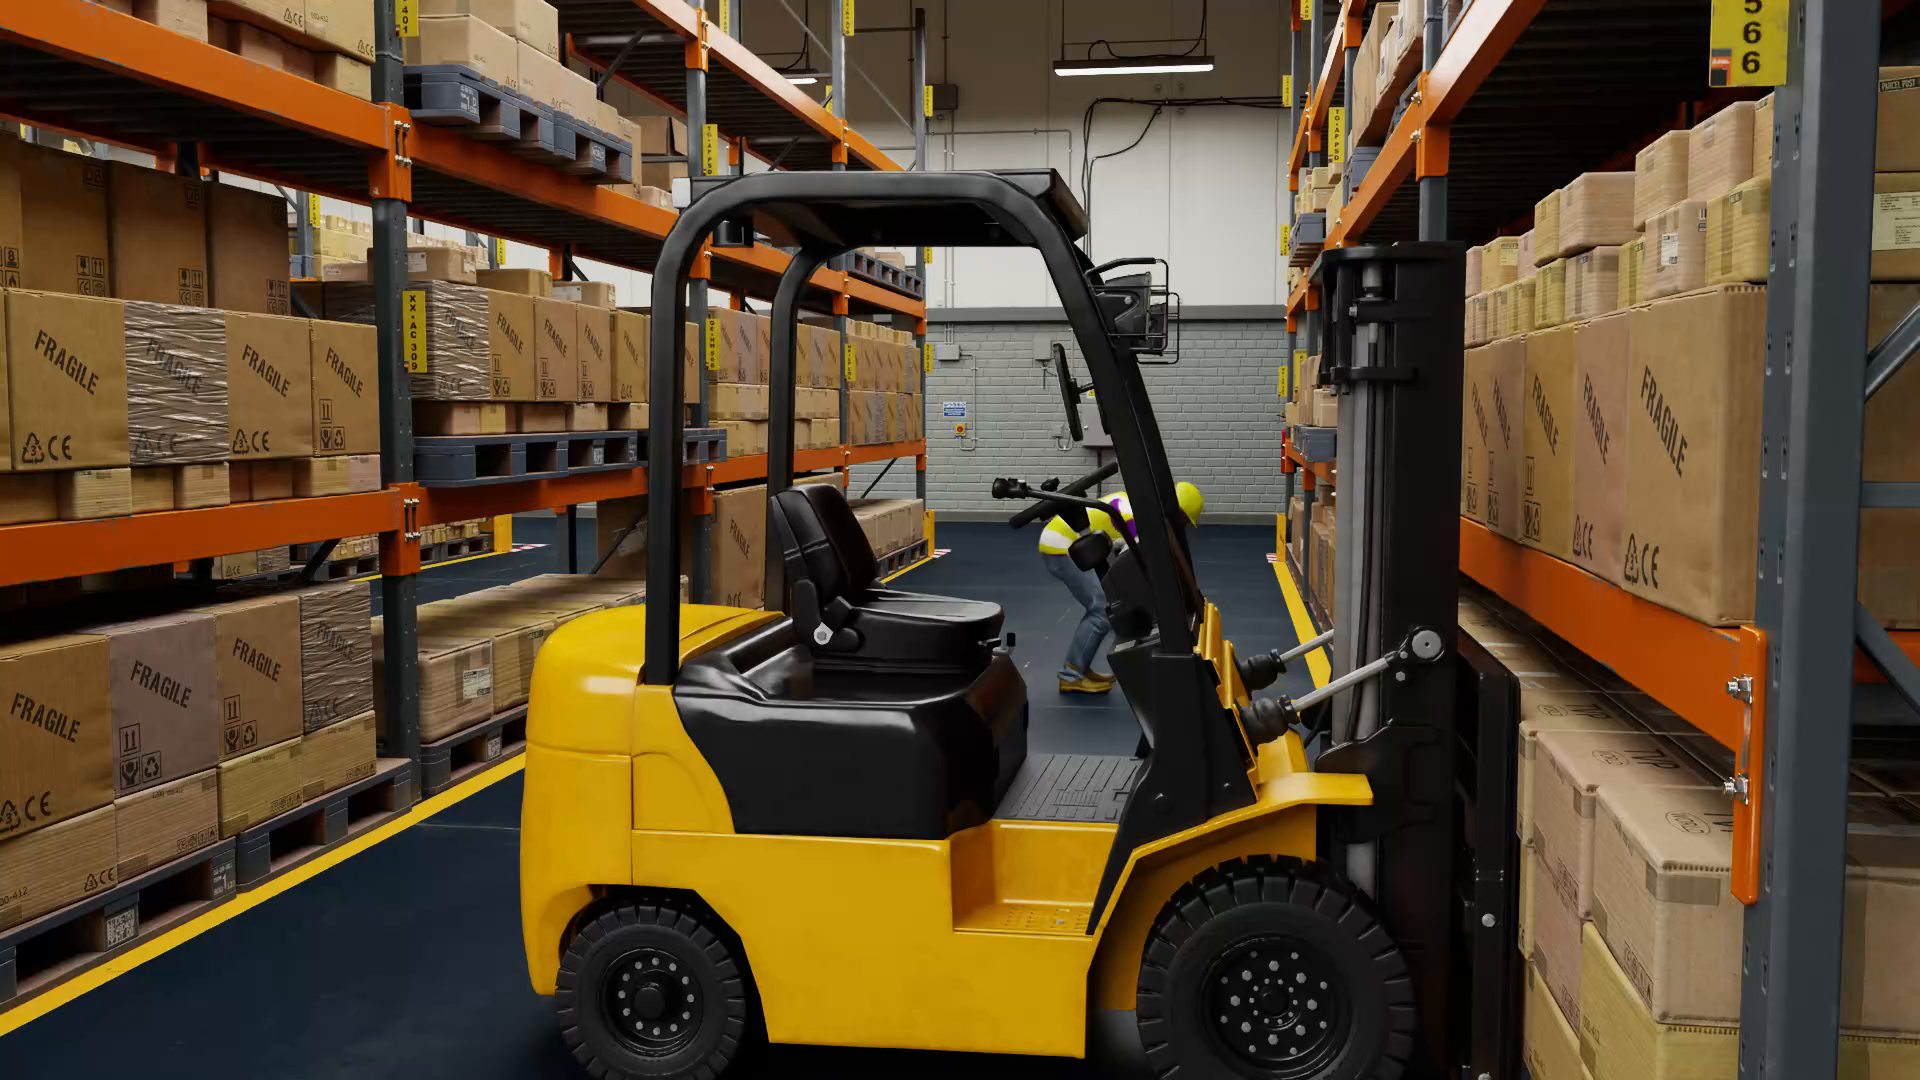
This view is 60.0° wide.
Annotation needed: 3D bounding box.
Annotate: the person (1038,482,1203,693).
[{"bbox_3d":[0.930,0.265,9.663,0.950,1.208,0.499,0,4,6],"label":"person"}]
